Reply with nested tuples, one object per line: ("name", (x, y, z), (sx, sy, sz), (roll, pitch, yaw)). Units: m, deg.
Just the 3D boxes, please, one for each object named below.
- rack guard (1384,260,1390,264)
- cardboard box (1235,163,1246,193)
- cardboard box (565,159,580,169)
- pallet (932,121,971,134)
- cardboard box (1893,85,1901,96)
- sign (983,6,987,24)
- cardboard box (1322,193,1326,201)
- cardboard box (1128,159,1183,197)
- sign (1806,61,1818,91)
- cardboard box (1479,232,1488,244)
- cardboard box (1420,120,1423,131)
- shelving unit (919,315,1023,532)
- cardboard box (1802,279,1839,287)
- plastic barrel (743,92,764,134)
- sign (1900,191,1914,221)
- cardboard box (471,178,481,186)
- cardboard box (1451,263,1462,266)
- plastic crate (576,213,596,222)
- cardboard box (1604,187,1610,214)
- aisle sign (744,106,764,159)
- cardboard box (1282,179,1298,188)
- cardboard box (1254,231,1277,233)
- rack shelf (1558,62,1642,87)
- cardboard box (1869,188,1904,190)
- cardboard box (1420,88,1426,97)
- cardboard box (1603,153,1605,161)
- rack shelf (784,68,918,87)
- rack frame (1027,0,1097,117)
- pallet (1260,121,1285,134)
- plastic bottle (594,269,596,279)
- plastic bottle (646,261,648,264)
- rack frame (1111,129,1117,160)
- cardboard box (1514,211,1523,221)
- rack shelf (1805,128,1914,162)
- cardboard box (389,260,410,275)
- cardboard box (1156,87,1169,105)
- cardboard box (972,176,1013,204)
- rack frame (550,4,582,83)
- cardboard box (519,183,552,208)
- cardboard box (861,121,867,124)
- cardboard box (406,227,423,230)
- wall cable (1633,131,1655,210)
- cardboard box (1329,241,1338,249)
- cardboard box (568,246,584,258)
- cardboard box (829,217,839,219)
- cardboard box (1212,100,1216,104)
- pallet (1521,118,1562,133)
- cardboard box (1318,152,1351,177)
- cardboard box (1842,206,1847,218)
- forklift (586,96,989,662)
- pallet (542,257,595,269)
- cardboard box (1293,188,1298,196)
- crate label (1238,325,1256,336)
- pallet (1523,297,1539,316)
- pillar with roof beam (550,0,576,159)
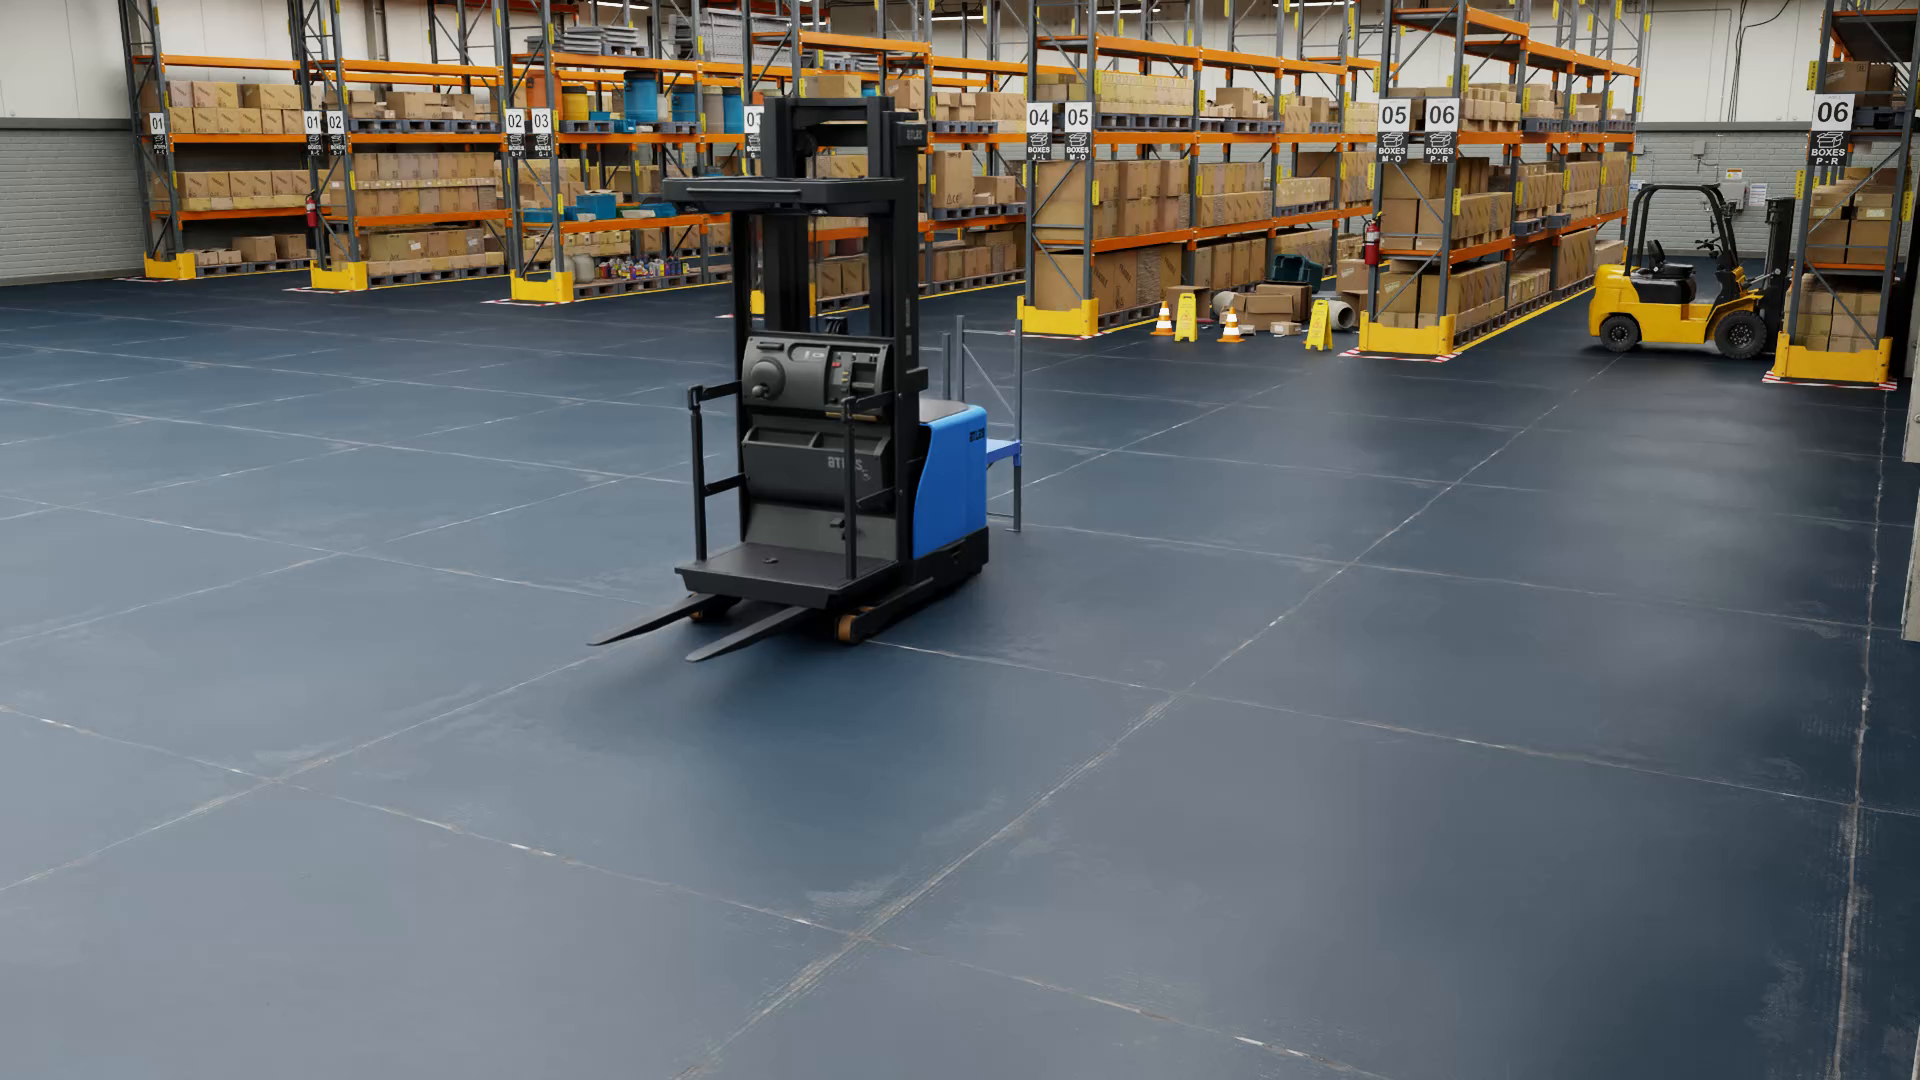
("rack guard", (9.108, -6.504, 37.446), (1.175, 0.500, 0.348), (7, 15, 28))
("cardboard box", (4.562, -6.328, 29.034), (0.700, 0.500, 0.500), (7, 15, 27))
("cardboard box", (-10.092, -9.623, 42.559), (0.500, 0.250, 0.500), (8, 16, 29))
("pallet", (-0.558, -7.337, 29.568), (1.213, 0.211, 1.003), (7, 15, 28))
("cardboard box", (15.753, -7.619, 28.244), (0.396, 0.266, 0.258), (7, 15, 28))
("sign", (0.497, -10.186, 32.253), (0.100, 0.325, 0.005), (7, 15, 28))
("cardboard box", (7.067, -6.839, 33.141), (0.380, 0.149, 0.250), (7, 15, 28))
("cardboard box", (2.971, -5.673, 26.041), (0.875, 0.550, 0.550), (7, 15, 28))
("sign", (9.671, -5.265, 18.852), (0.100, 0.325, 0.005), (7, 15, 28))
("cardboard box", (7.106, -4.195, 23.072), (0.380, 0.149, 0.250), (8, 15, 29))
("cardboard box", (5.811, -5.408, 21.701), (0.380, 0.149, 0.250), (8, 15, 28))
("shelving unit", (-0.041, -0.712, 11.285), (0.538, 1.500, 1.048), (7, 15, 28))
("cardboard box", (10.817, -3.147, 21.025), (0.500, 0.250, 0.500), (7, 15, 27))
("plastic barrel", (-4.255, -8.626, 33.598), (0.600, 0.830, 0.708), (7, 15, 28))
("sign", (10.622, -3.746, 18.655), (0.100, 0.325, 0.005), (7, 15, 28))
("cardboard box", (-9.809, -7.158, 33.227), (0.380, 0.149, 0.250), (7, 15, 26))
("cardboard box", (6.956, -3.763, 24.114), (0.500, 0.500, 0.500), (8, 16, 30))
("plastic crate", (-6.505, -5.615, 28.987), (0.298, 0.136, 0.250), (7, 15, 28))
("cardboard box", (12.296, -6.592, 32.264), (0.500, 0.500, 0.500), (7, 15, 28))
("aisle sign", (-3.176, -6.320, 25.802), (0.394, 0.787, 0.004), (7, 15, 28))
("cardboard box", (6.178, -6.753, 31.515), (0.380, 0.149, 0.250), (8, 16, 31))
("cardboard box", (5.872, -5.824, 32.130), (0.500, 0.250, 0.500), (8, 16, 29))
("rack shelf", (12.560, -9.157, 32.703), (1.077, 0.370, 4.000), (7, 15, 28))
("cardboard box", (11.700, -4.368, 21.020), (0.380, 0.149, 0.250), (7, 15, 27))
("cardboard box", (5.855, -5.787, 21.573), (0.380, 0.149, 0.250), (8, 16, 29))
("cardboard box", (12.083, -7.314, 31.740), (0.380, 0.149, 0.250), (8, 16, 29))
("rack shelf", (-2.385, -10.020, 36.284), (1.077, 0.370, 4.000), (7, 15, 28))
("rack frame", (1.410, -7.369, 22.898), (1.000, 3.000, 0.127), (7, 15, 28))
("pallet", (5.012, -7.322, 29.507), (1.213, 0.211, 1.003), (8, 16, 31))
("plastic bottle", (-6.715, -4.876, 30.391), (0.097, 0.201, 0.097), (0, 14, 0))
("plastic bottle", (-5.769, -5.019, 30.808), (0.061, 0.283, 0.133), (7, 15, 28))
("rack frame", (2.918, -7.497, 36.230), (1.000, 3.000, 0.127), (7, 15, 28))
("cardboard box", (8.269, -4.892, 25.067), (0.380, 0.149, 0.250), (8, 16, 29))
("rack shelf", (11.106, -4.869, 20.466), (1.077, 0.370, 4.000), (7, 15, 28))
("cardboard box", (-10.861, -5.213, 31.729), (0.500, 0.250, 0.500), (7, 15, 28))
("cardboard box", (2.842, -6.719, 25.181), (0.500, 0.250, 0.500), (7, 15, 28))
("cardboard box", (0.576, -6.688, 31.765), (0.700, 0.500, 0.500), (10, 17, 36))
("rack frame", (-10.090, -12.097, 42.511), (1.000, 3.000, 0.127), (7, 15, 28))
("cardboard box", (-8.979, -7.291, 35.163), (0.500, 0.500, 0.500), (9, 16, 32))
("cardboard box", (-1.690, -6.805, 27.280), (0.500, 0.250, 0.500), (8, 16, 30))
("cardboard box", (-12.893, -7.007, 38.594), (0.700, 0.500, 0.500), (7, 15, 28))
("wall cable", (16.232, -8.863, 39.664), (0.585, 1.953, 0.123), (7, 15, 28))
("cardboard box", (7.559, -6.069, 34.224), (0.380, 0.149, 0.250), (8, 16, 30))
("cardboard box", (-8.465, -6.216, 35.890), (0.500, 0.250, 0.500), (8, 16, 29))
("cardboard box", (-2.457, -5.454, 26.909), (0.875, 0.500, 0.500), (7, 15, 28))
("cardboard box", (4.244, -7.430, 28.631), (0.500, 0.311, 0.500), (7, 15, 27))
("pallet", (8.616, -6.427, 25.795), (1.213, 0.211, 1.003), (7, 15, 28))
("cardboard box", (7.642, -7.658, 33.919), (0.500, 0.500, 0.500), (8, 16, 29))
("cardboard box", (10.338, -3.919, 19.794), (0.380, 0.149, 0.250), (8, 16, 29))
("forklift", (-0.922, -0.968, 9.296), (1.130, 2.935, 3.031), (7, 15, 26))
("pallet", (-8.709, -6.030, 36.095), (1.003, 0.211, 1.213), (7, 15, 28))
("cardboard box", (6.185, -6.610, 31.558), (0.380, 0.149, 0.250), (7, 15, 28))
("crate label", (4.060, -2.979, 23.599), (0.250, 0.136, 0.298), (0, 14, -1))
("pallet", (8.689, -3.788, 26.797), (1.003, 0.211, 1.213), (7, 15, 28))
("pillar with roof beam", (-6.741, -11.851, 41.490), (9.100, 9.000, 0.548), (7, 15, 28))
